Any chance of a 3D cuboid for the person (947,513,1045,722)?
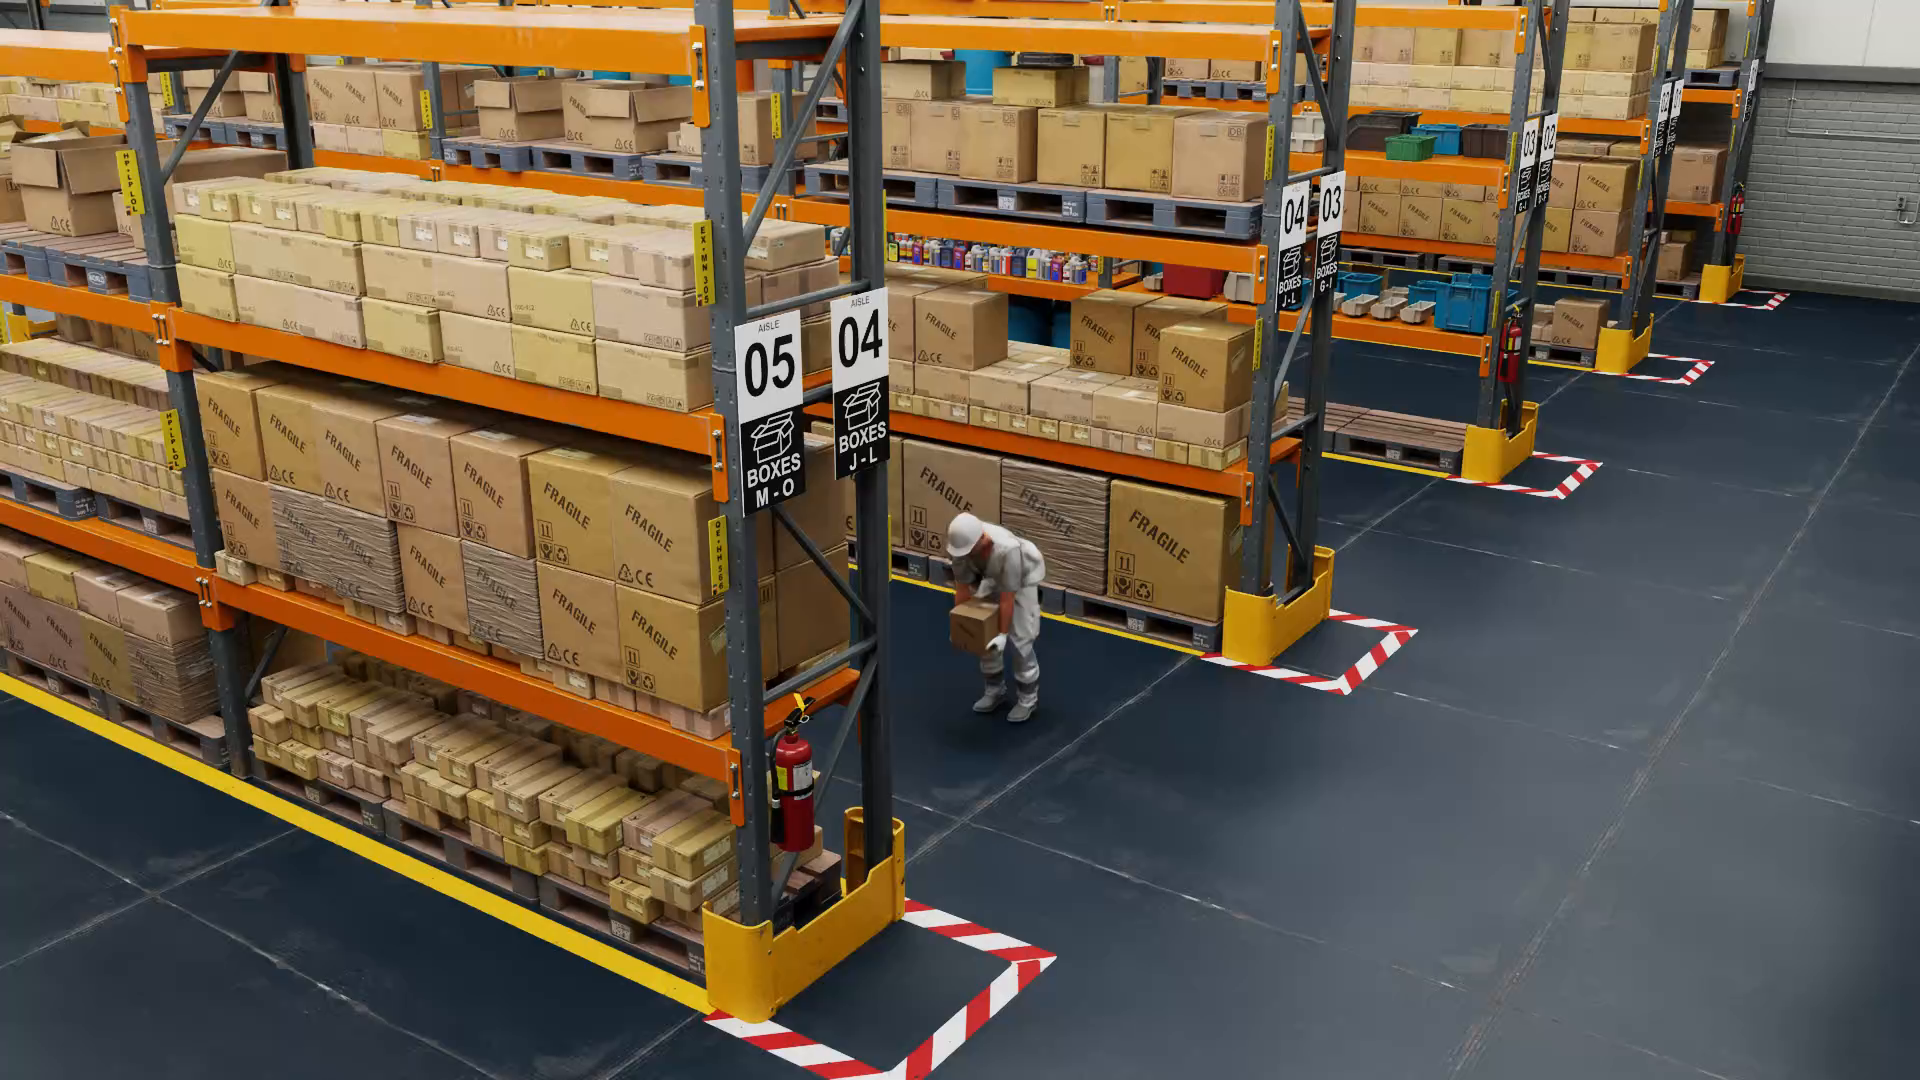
[{"bbox_3d":[0.188,0.455,10.226,0.482,1.472,0.858,12,23,31],"label":"person"}]
